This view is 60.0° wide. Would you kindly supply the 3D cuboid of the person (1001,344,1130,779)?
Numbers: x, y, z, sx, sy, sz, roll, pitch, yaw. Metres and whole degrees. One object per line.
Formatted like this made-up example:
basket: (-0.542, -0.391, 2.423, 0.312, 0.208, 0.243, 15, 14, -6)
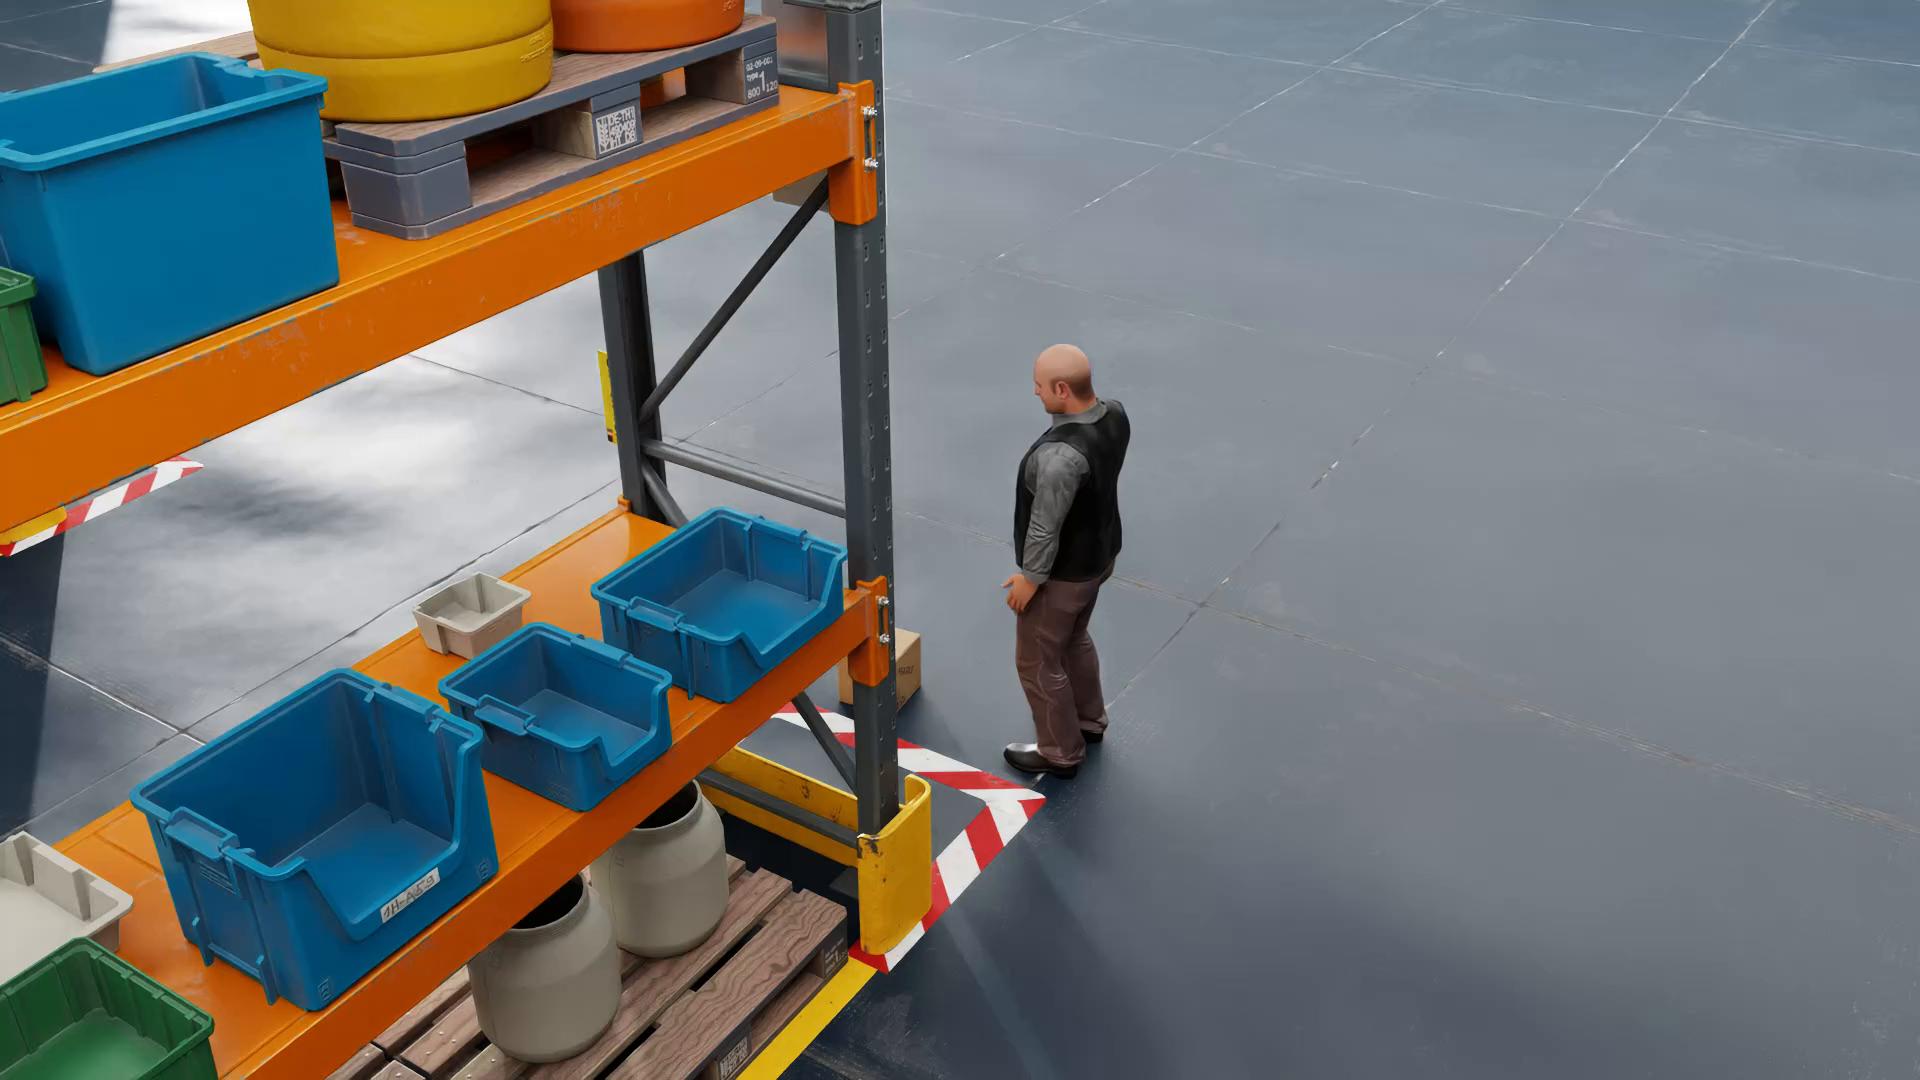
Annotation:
person: (0.376, 0.091, 6.016, 0.352, 1.711, 0.536, 14, 33, 23)
